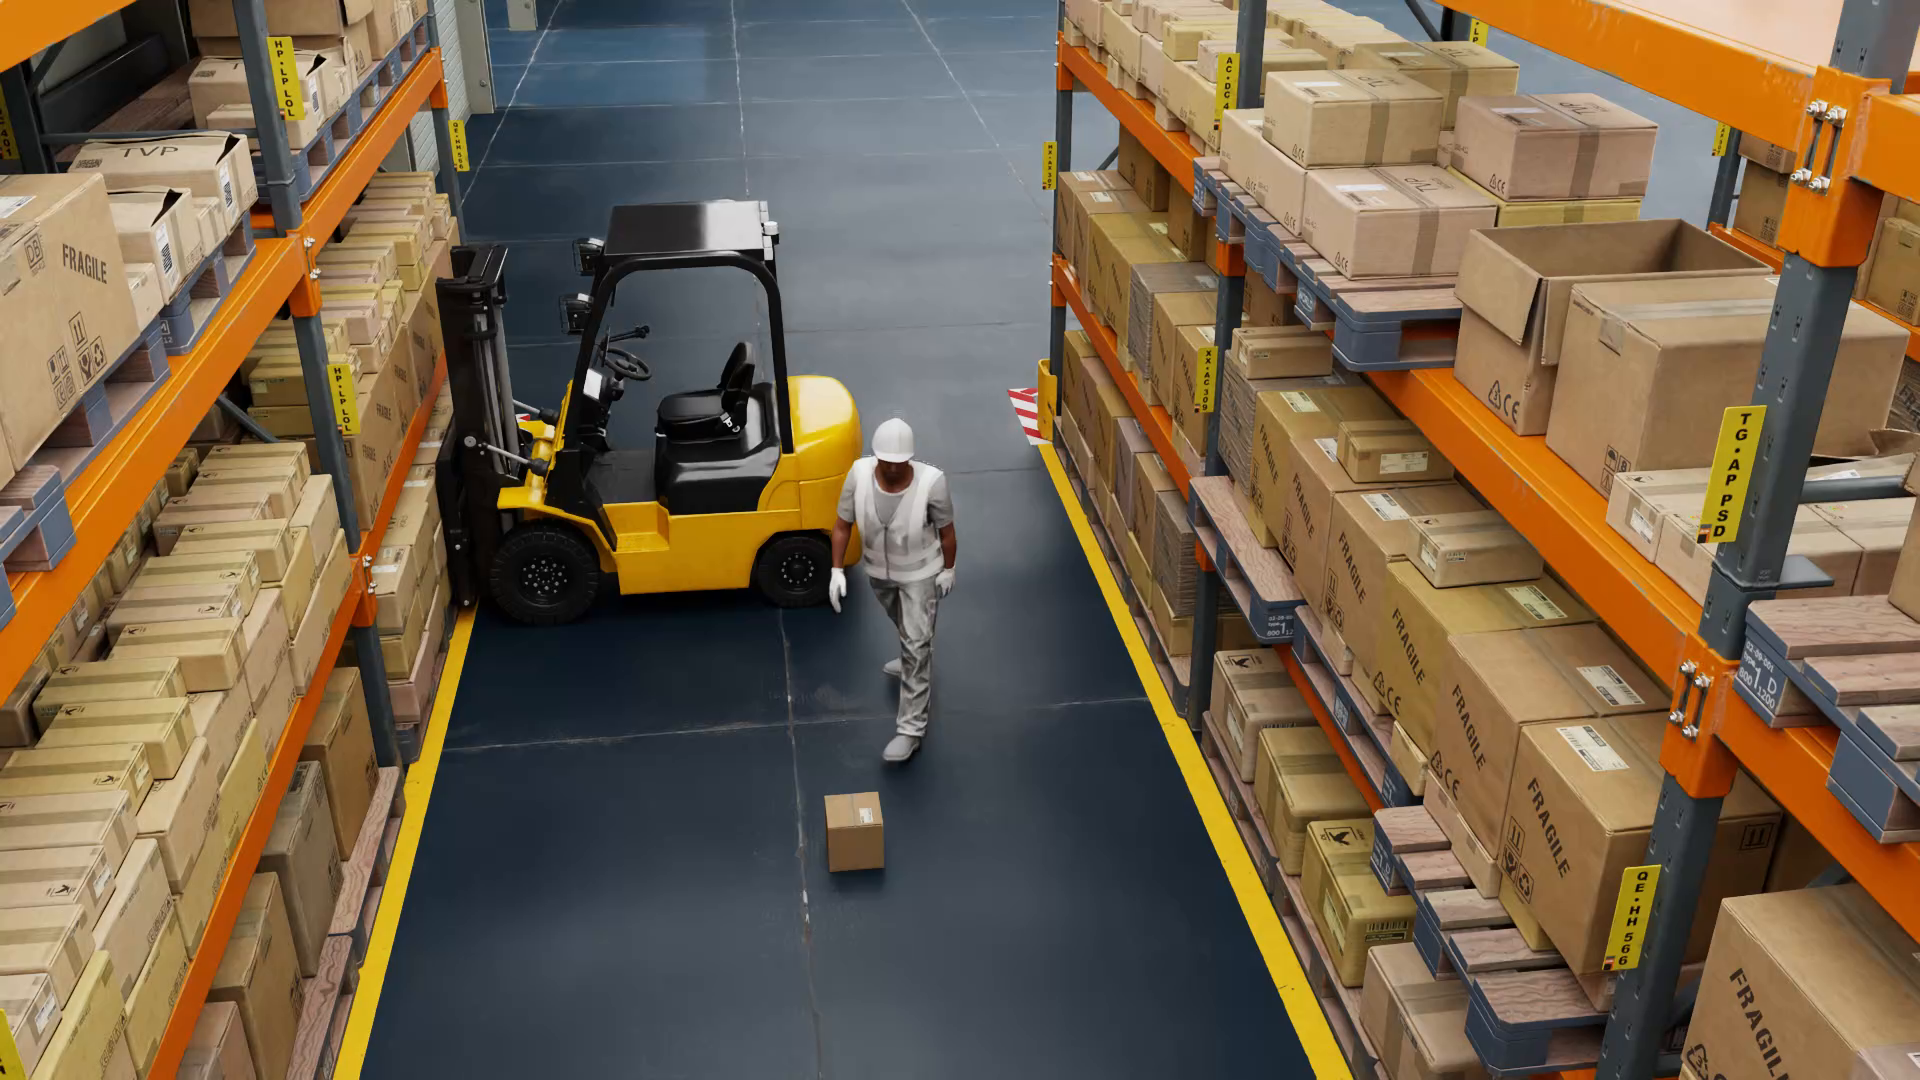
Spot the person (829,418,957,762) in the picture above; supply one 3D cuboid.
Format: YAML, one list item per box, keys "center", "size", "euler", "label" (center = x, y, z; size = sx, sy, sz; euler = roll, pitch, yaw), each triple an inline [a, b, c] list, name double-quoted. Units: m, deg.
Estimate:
- center: [-0.309, 0.147, 8.340]
  size: [0.556, 1.720, 1.003]
  euler: [14, 30, 25]
  label: "person"
